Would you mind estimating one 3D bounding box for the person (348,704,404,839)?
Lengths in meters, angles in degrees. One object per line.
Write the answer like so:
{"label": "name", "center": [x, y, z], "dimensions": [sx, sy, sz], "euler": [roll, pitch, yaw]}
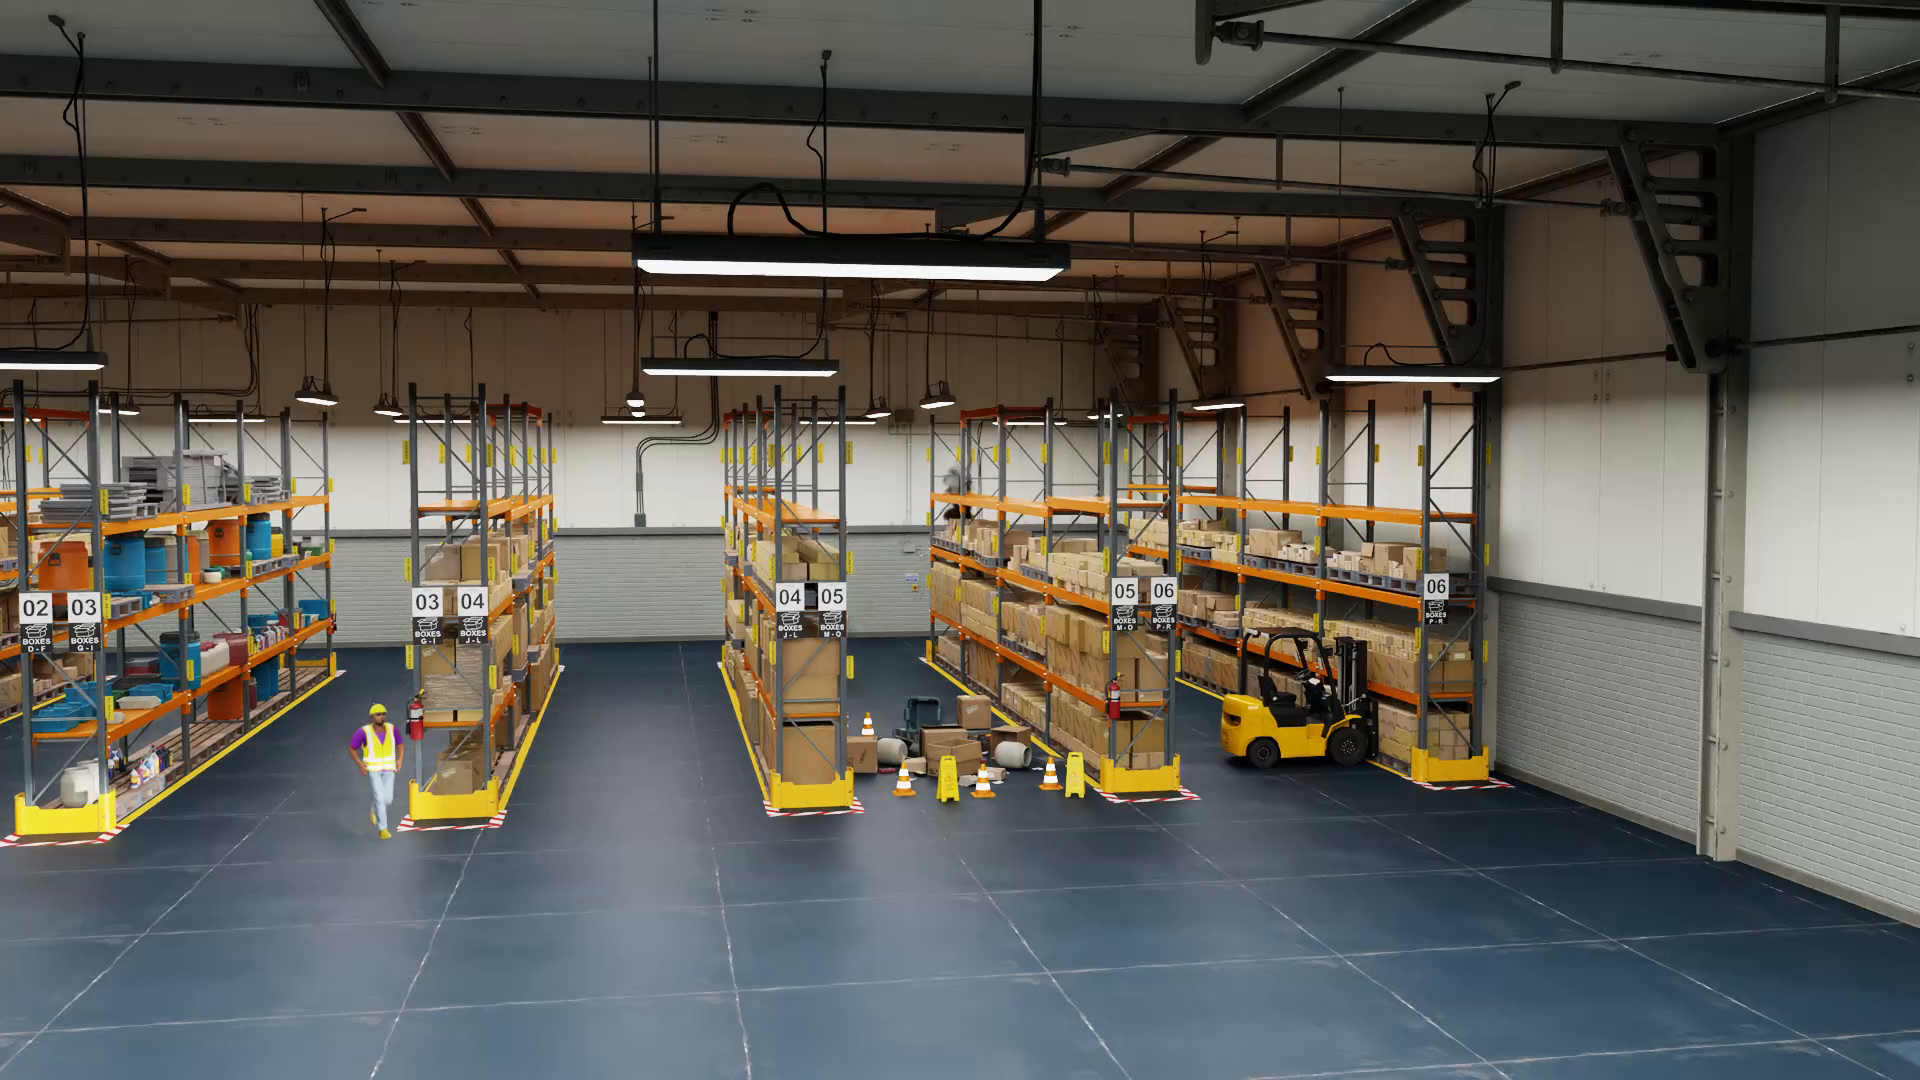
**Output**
{"label": "person", "center": [-7.681, 3.023, 21.939], "dimensions": [0.711, 1.741, 0.803], "euler": [-2, 4, -40]}
